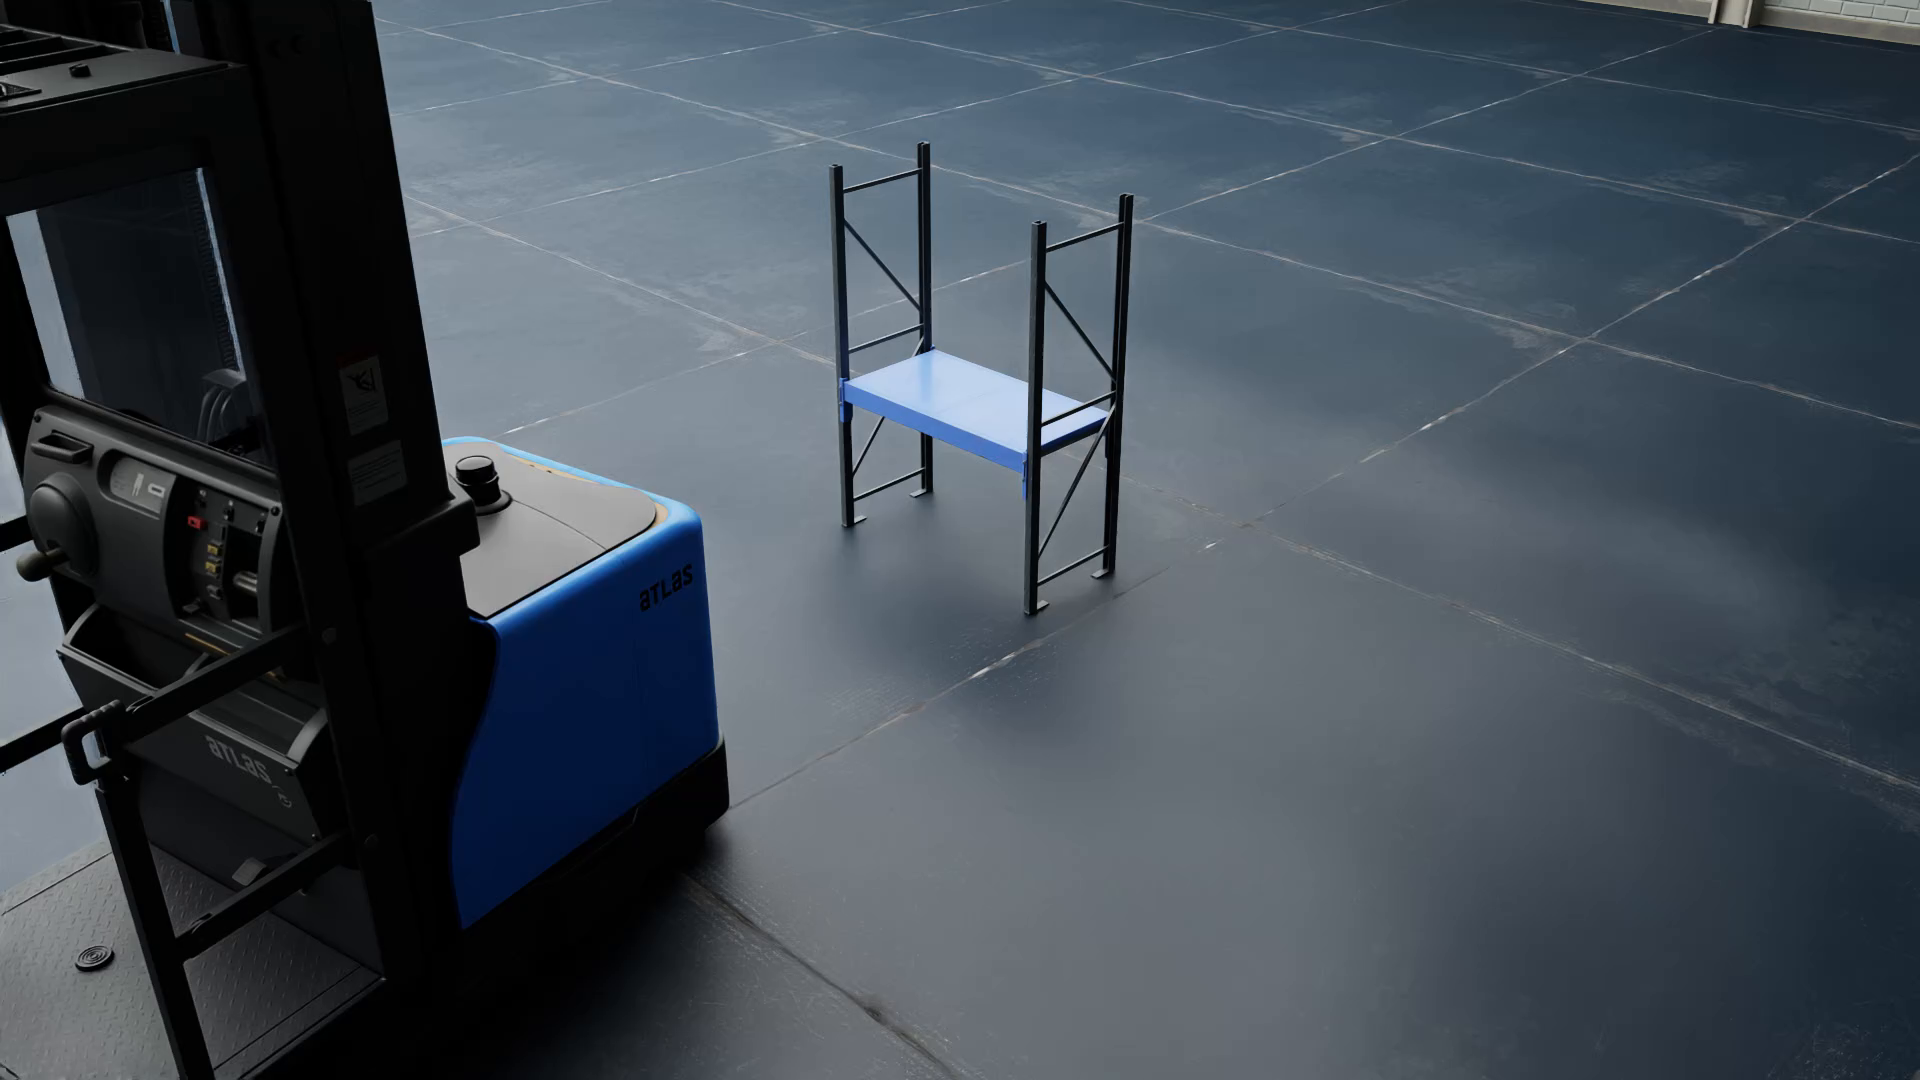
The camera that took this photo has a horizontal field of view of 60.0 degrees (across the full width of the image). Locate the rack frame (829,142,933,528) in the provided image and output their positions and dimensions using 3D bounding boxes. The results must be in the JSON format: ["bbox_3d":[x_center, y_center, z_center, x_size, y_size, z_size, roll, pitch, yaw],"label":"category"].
[{"bbox_3d":[-0.302,-0.802,6.663,0.032,1.500,0.500,25,36,38],"label":"rack frame"}]

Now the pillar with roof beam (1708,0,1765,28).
[{"bbox_3d":[4.662,-7.682,11.690,0.400,9.000,9.100,25,36,38],"label":"pillar with roof beam"}]

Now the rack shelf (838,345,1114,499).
[{"bbox_3d":[0.061,-0.477,6.432,1.000,0.185,0.538,25,36,38],"label":"rack shelf"}]

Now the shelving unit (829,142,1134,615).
[{"bbox_3d":[0.061,-0.636,6.348,1.048,1.500,0.538,25,36,38],"label":"shelving unit"}]

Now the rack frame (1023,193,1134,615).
[{"bbox_3d":[0.423,-0.470,6.033,0.032,1.500,0.500,25,36,38],"label":"rack frame"}]

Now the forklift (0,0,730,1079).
[{"bbox_3d":[-1.933,0.012,3.577,1.130,2.935,3.031,17,32,29],"label":"forklift"}]
